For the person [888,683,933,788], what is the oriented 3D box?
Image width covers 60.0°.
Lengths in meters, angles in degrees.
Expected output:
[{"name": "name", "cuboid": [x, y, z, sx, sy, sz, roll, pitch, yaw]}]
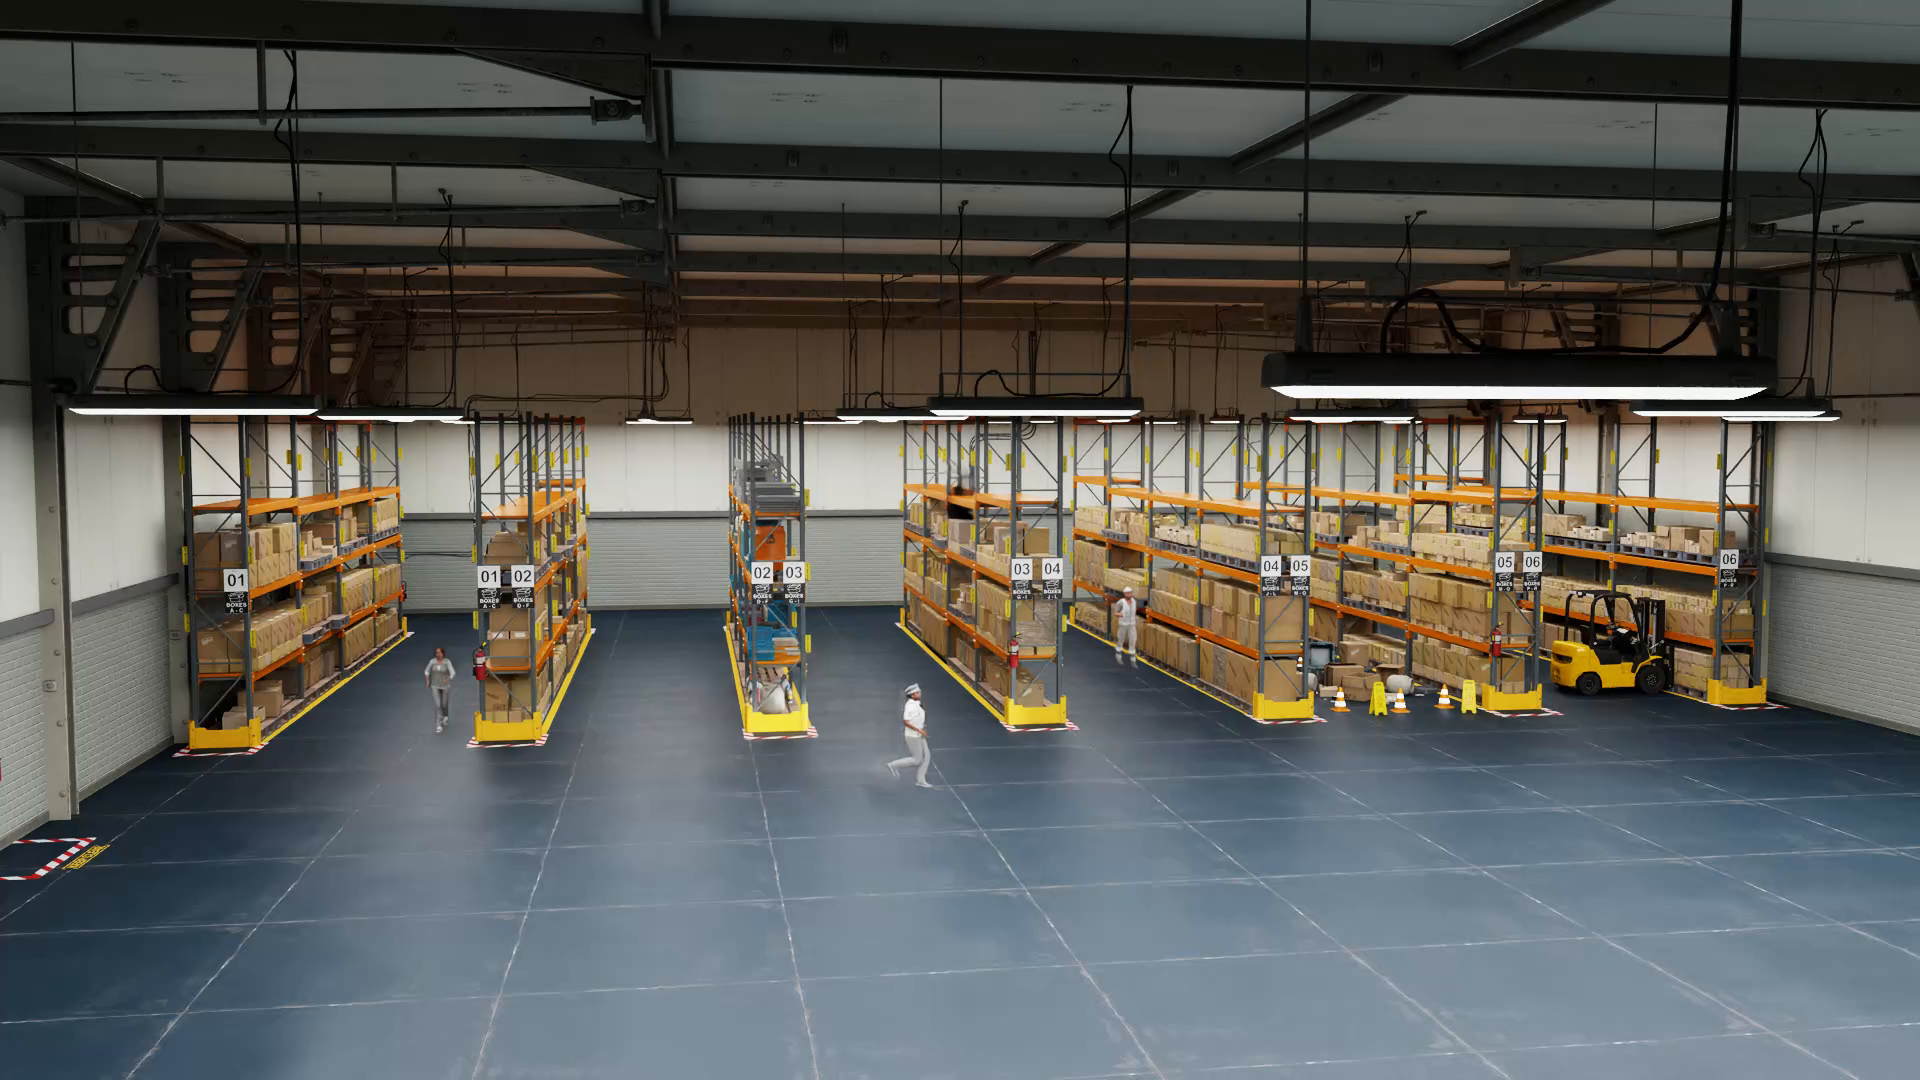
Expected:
[{"name": "person", "cuboid": [-0.773, 3.109, 26.430, 0.711, 1.675, 0.577, 1, 4, 8]}]

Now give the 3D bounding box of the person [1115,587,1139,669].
[{"name": "person", "cuboid": [3.778, 1.970, 37.695, 0.613, 1.837, 0.849, -1, 4, -17]}]

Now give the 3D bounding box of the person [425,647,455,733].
[{"name": "person", "cuboid": [-9.805, 2.793, 31.355, 0.557, 1.589, 0.746, -1, 4, -14]}]

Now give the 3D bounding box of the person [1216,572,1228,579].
[{"name": "person", "cuboid": [7.917, 1.432, 50.675, 0.918, 1.632, 0.631, 0, 4, 7]}]
